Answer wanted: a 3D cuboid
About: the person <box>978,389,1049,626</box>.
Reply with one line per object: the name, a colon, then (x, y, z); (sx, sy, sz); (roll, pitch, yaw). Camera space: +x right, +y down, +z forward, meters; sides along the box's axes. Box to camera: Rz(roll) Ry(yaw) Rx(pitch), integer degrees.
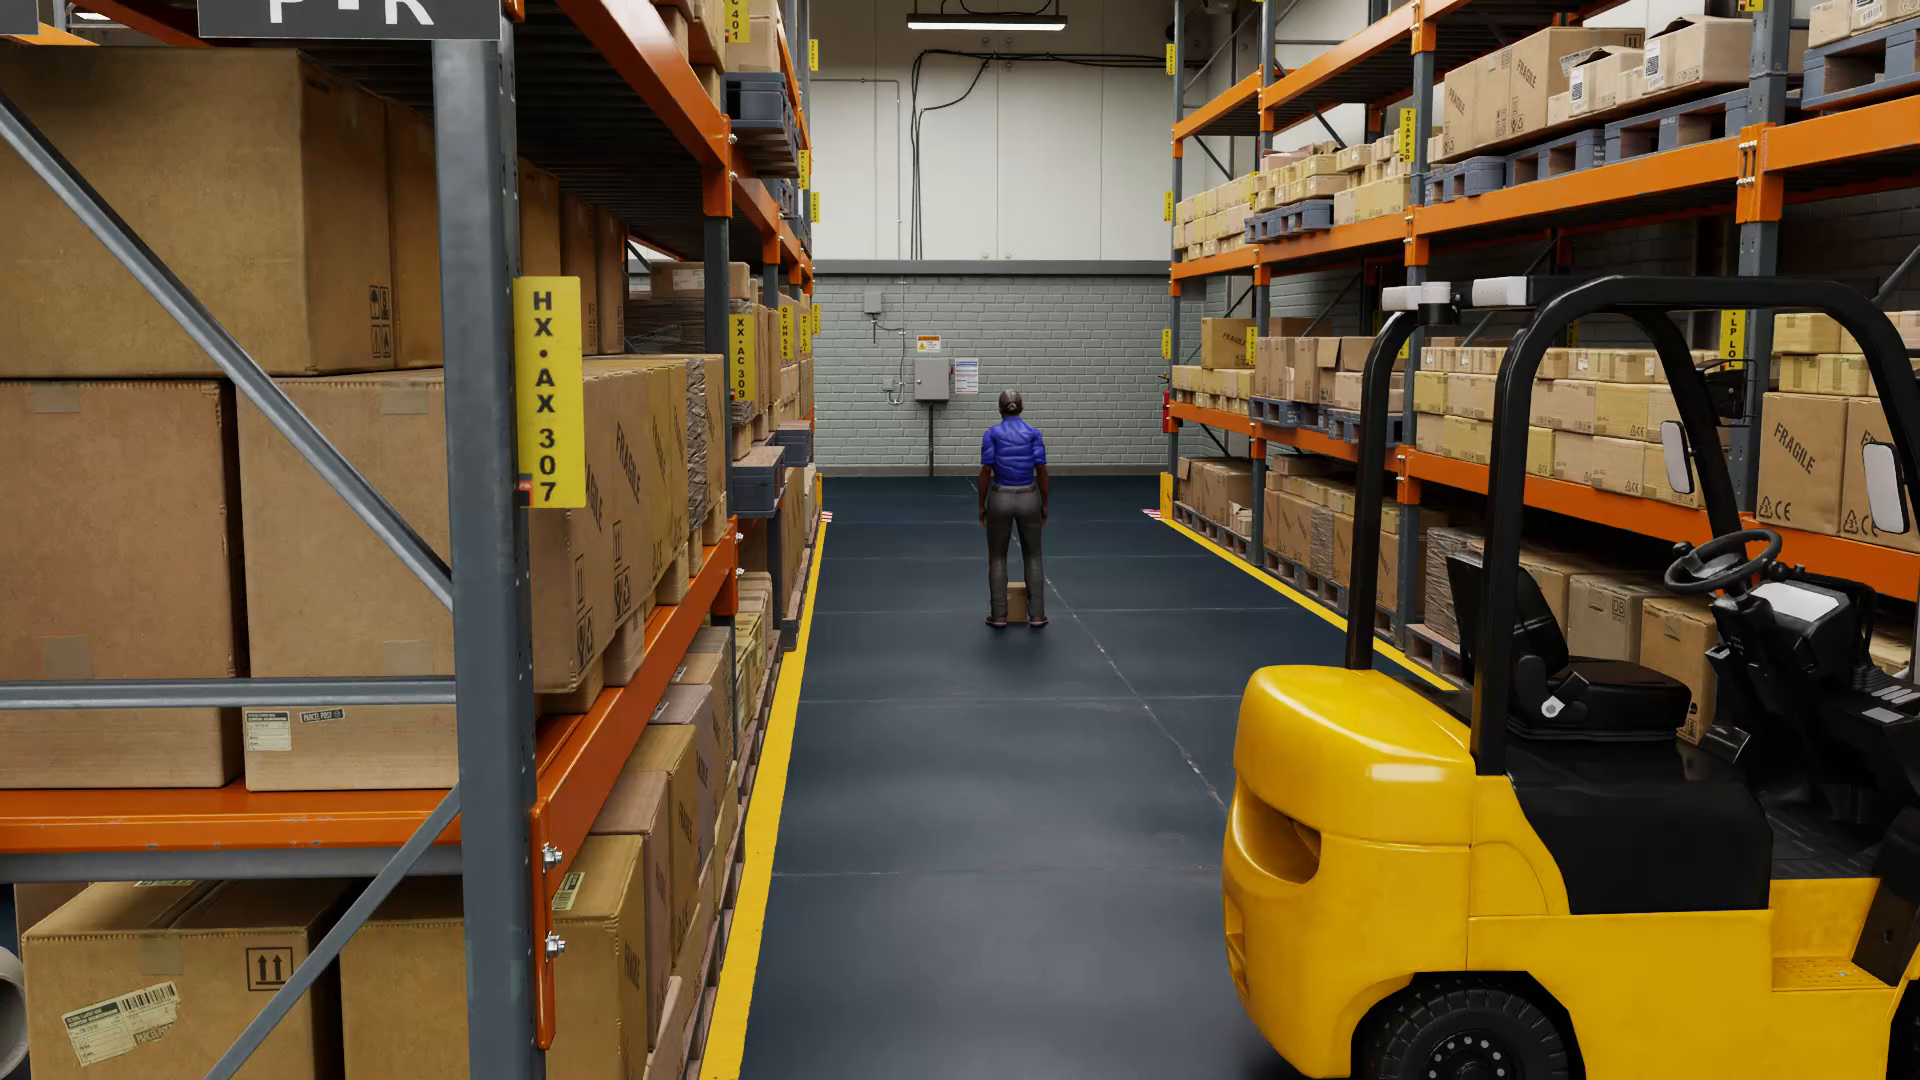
person: (0.379, -0.224, 11.601); (0.507, 1.655, 0.347); (0, 7, -4)
